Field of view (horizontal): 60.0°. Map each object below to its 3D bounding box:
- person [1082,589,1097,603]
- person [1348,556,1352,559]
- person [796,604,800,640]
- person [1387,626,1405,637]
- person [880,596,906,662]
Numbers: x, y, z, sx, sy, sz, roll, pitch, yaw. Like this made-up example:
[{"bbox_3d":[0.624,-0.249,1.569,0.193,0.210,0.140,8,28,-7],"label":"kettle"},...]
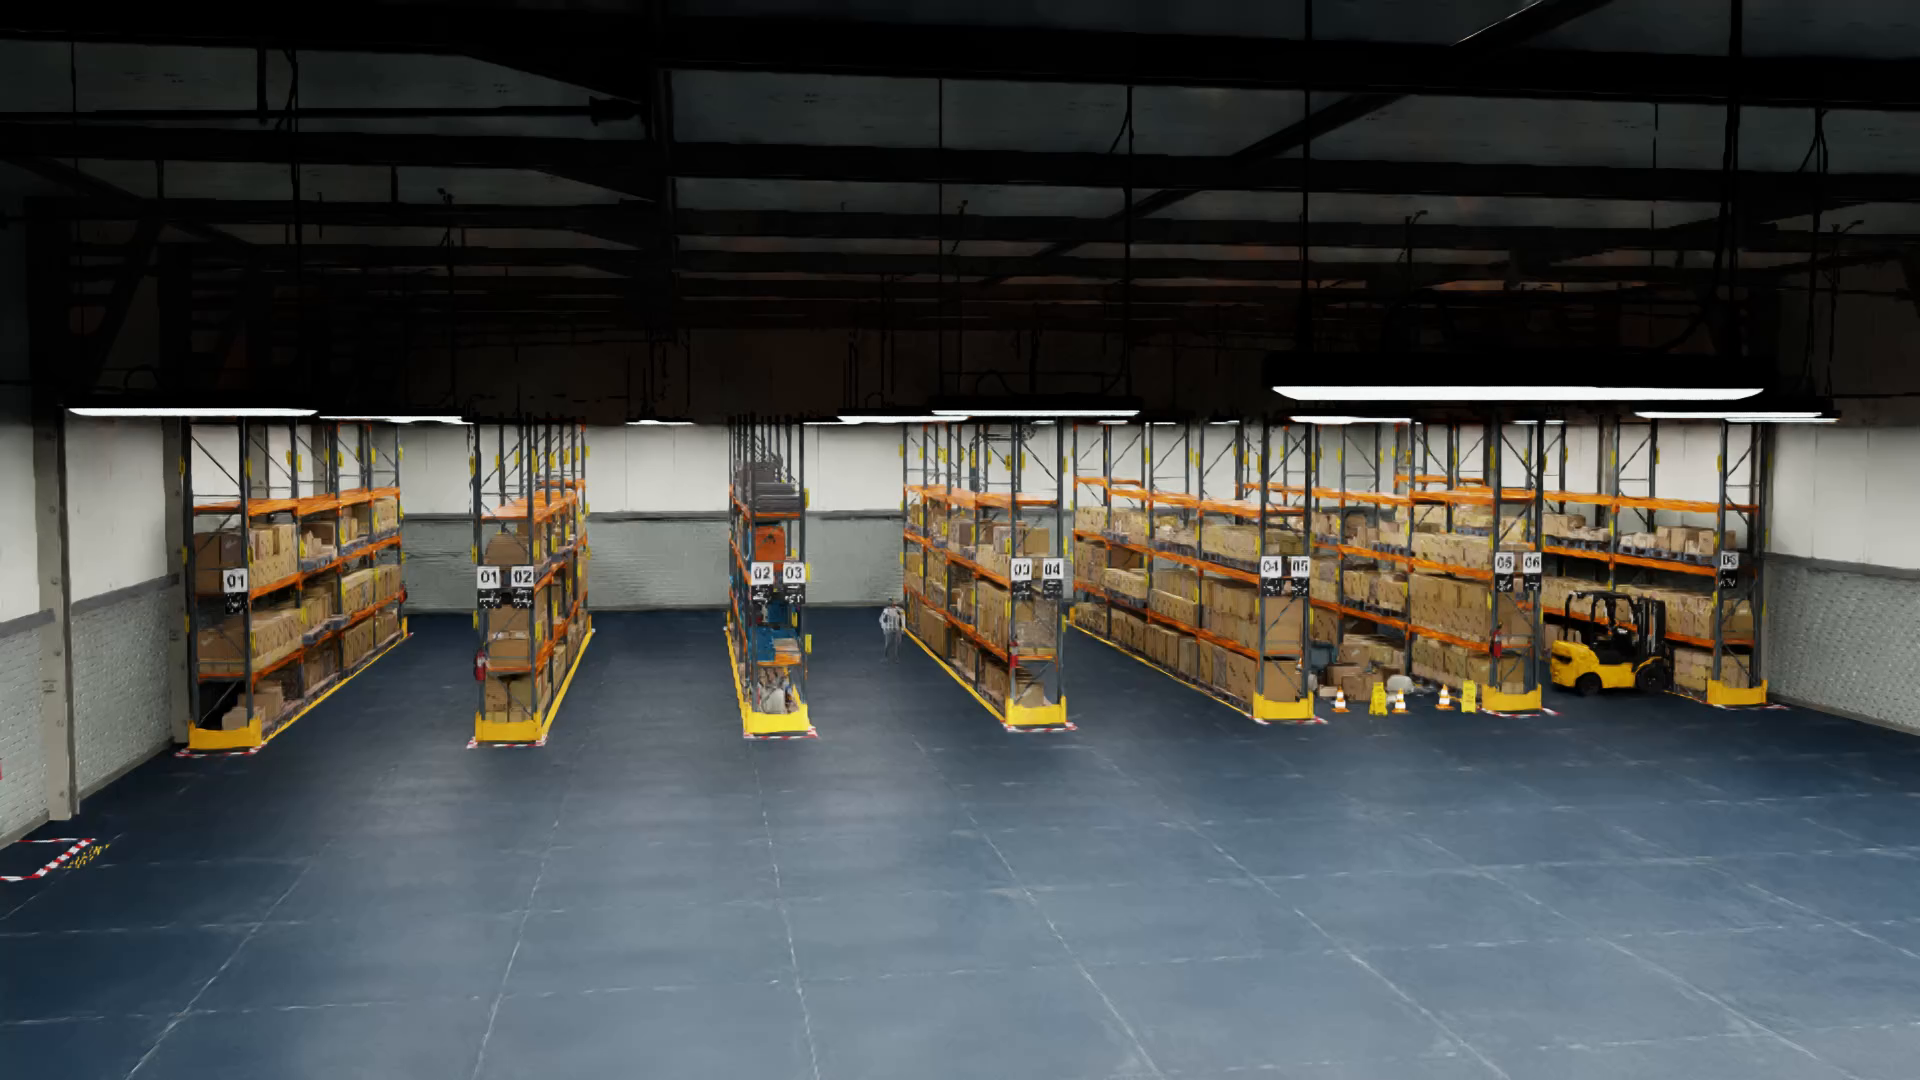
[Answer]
[{"bbox_3d":[3.874,1.475,49.703,0.576,1.762,0.598,-4,5,-44],"label":"person"},{"bbox_3d":[11.970,1.370,50.901,0.565,1.739,0.691,-3,5,-37],"label":"person"},{"bbox_3d":[-4.368,1.893,44.825,0.346,1.642,0.482,-3,5,-38],"label":"person"},{"bbox_3d":[11.998,1.790,45.516,0.562,1.655,0.611,1,4,13],"label":"person"},{"bbox_3d":[-1.632,2.161,40.515,0.639,1.632,0.506,-1,4,-11],"label":"person"}]
